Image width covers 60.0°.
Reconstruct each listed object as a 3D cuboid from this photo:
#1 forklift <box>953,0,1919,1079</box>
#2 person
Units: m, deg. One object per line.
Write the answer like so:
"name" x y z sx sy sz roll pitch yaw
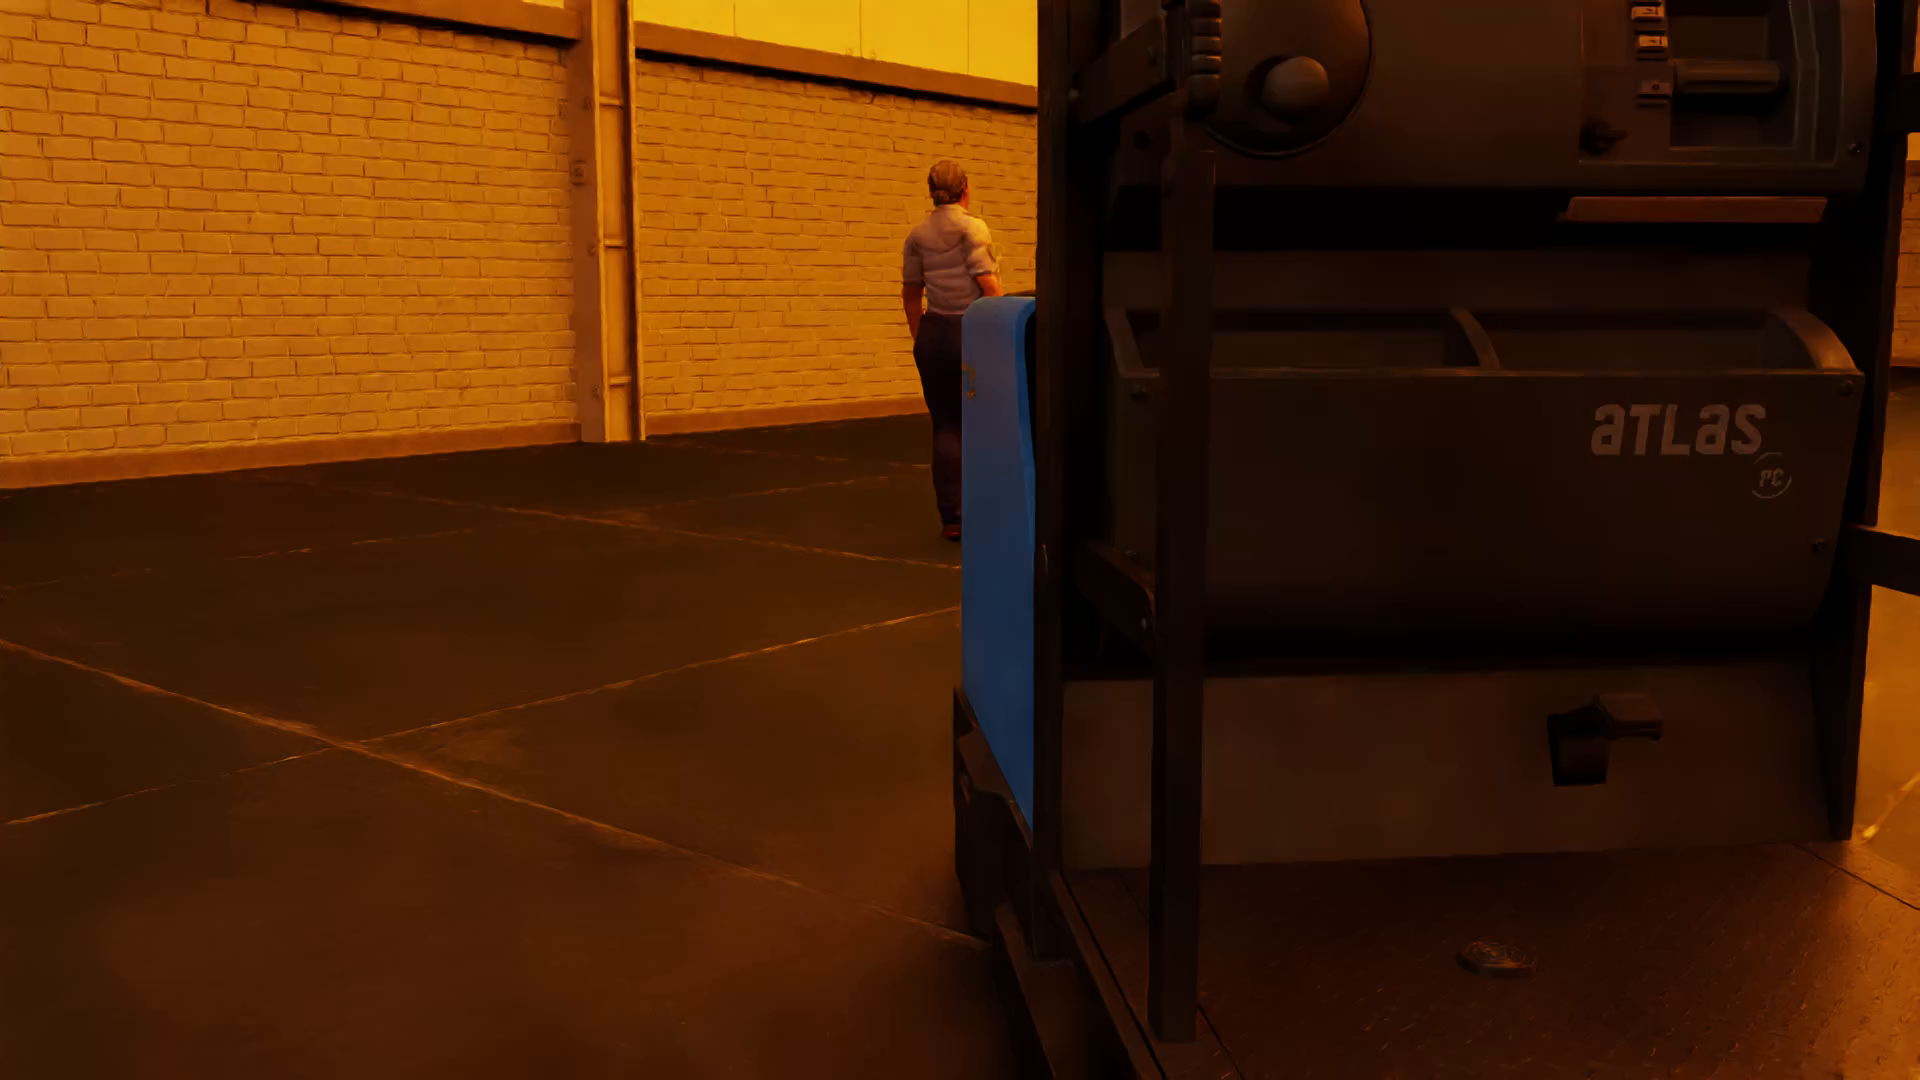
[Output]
"forklift" 0.667 -0.659 1.783 1.130 2.935 3.031 -1 8 -6
"person" 0.074 -0.830 7.340 0.599 1.650 0.502 7 11 38
